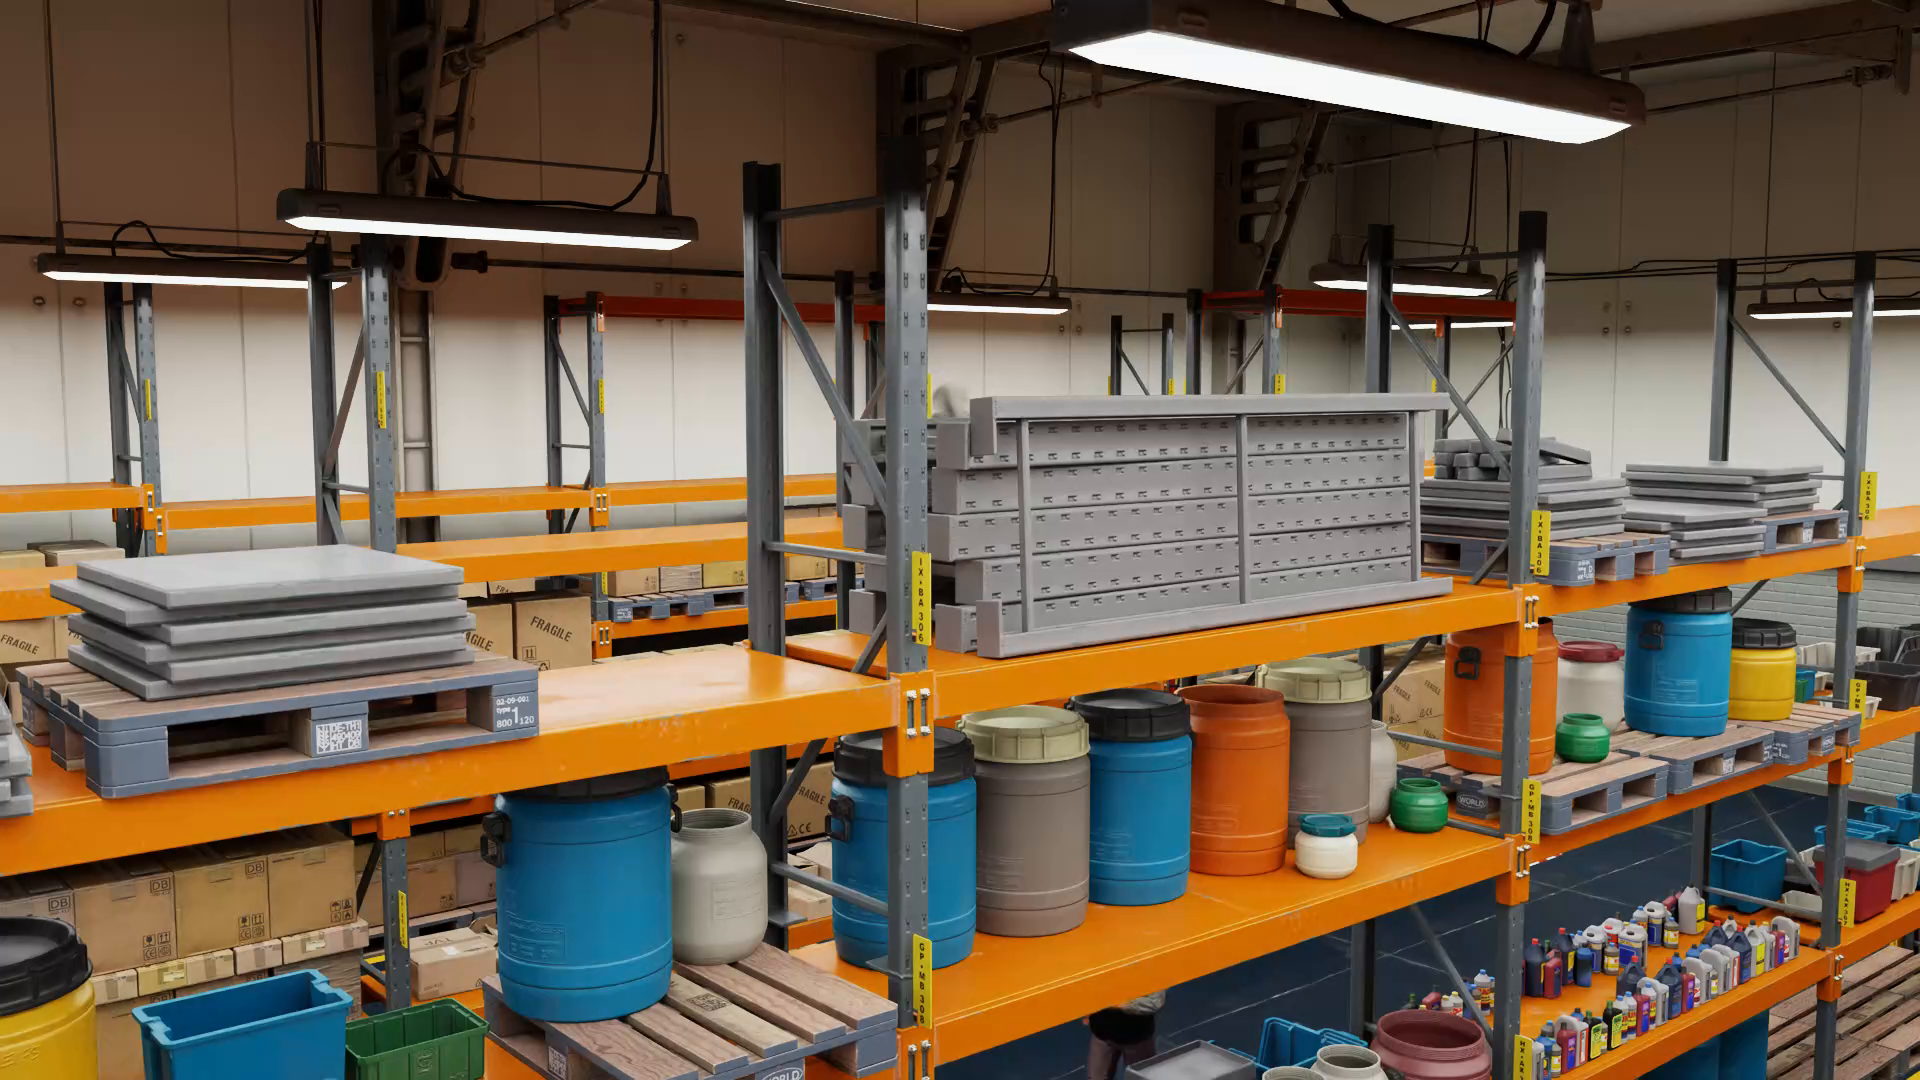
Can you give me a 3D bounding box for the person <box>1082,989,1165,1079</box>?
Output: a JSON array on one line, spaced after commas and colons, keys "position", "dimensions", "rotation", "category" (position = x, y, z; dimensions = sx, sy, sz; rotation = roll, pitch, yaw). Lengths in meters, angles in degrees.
[{"position": [1.062, 3.242, 10.840], "dimensions": [0.649, 1.709, 0.968], "rotation": [4, 7, 38], "category": "person"}]
